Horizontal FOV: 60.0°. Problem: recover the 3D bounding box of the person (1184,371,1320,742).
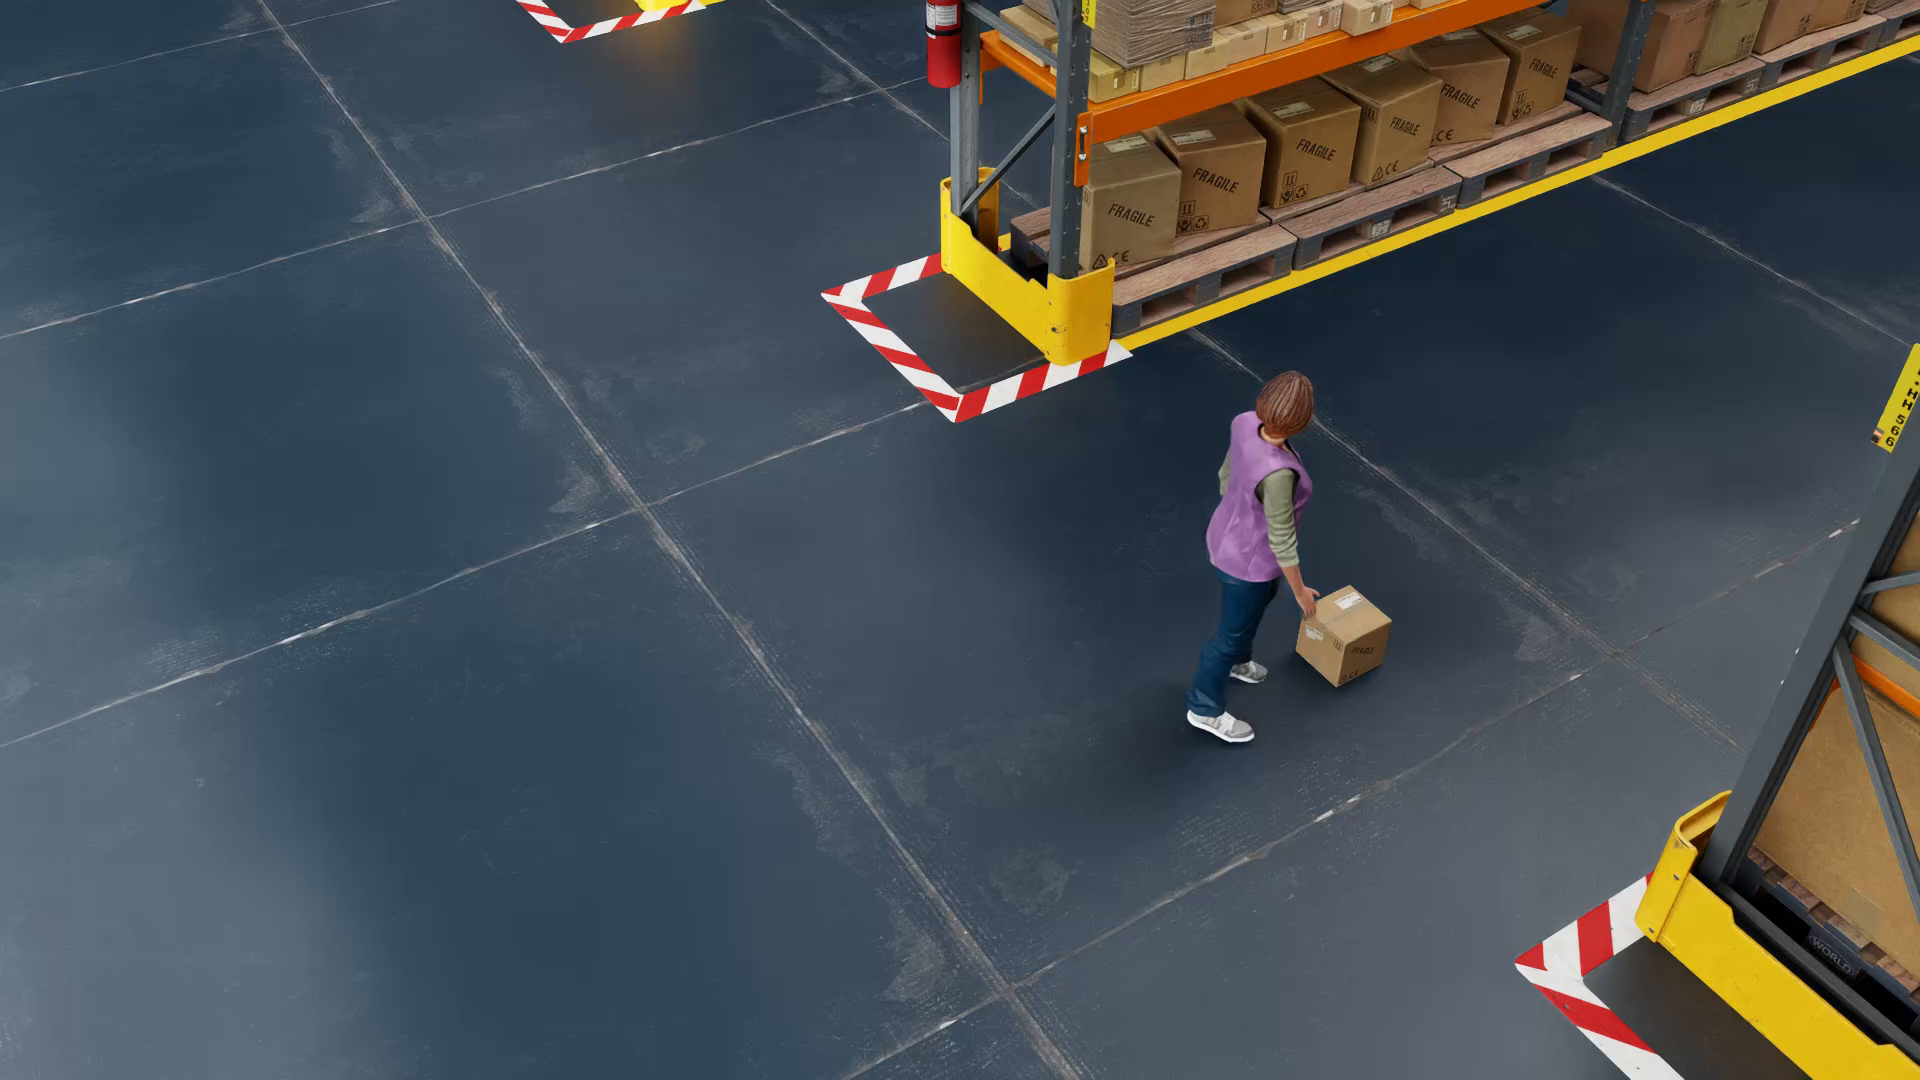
[{"bbox_3d":[1.084,0.087,6.093,0.412,1.612,0.483,0,41,0],"label":"person"}]
